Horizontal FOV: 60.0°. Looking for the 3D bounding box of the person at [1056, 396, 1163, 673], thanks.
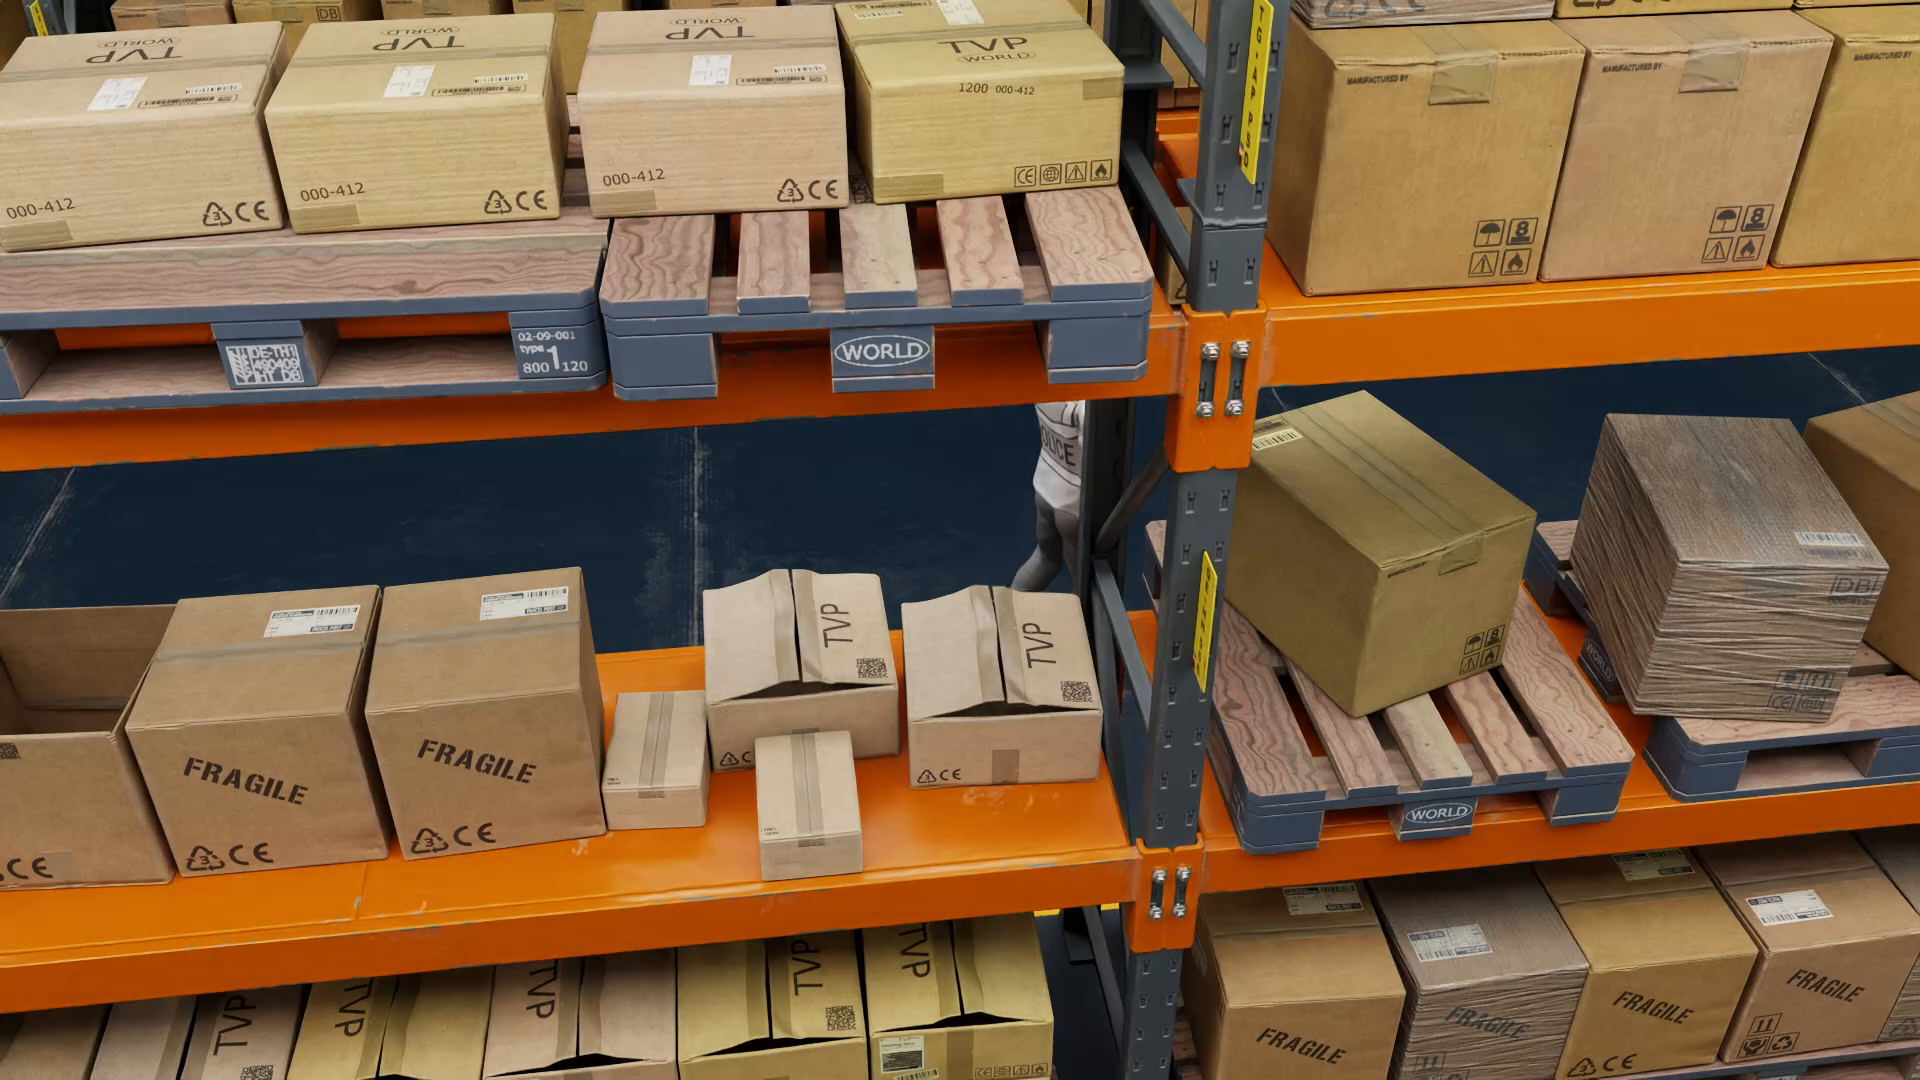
[{"bbox_3d":[0.554,-0.199,6.401,0.359,1.682,0.537,-11,36,-15],"label":"person"}]
